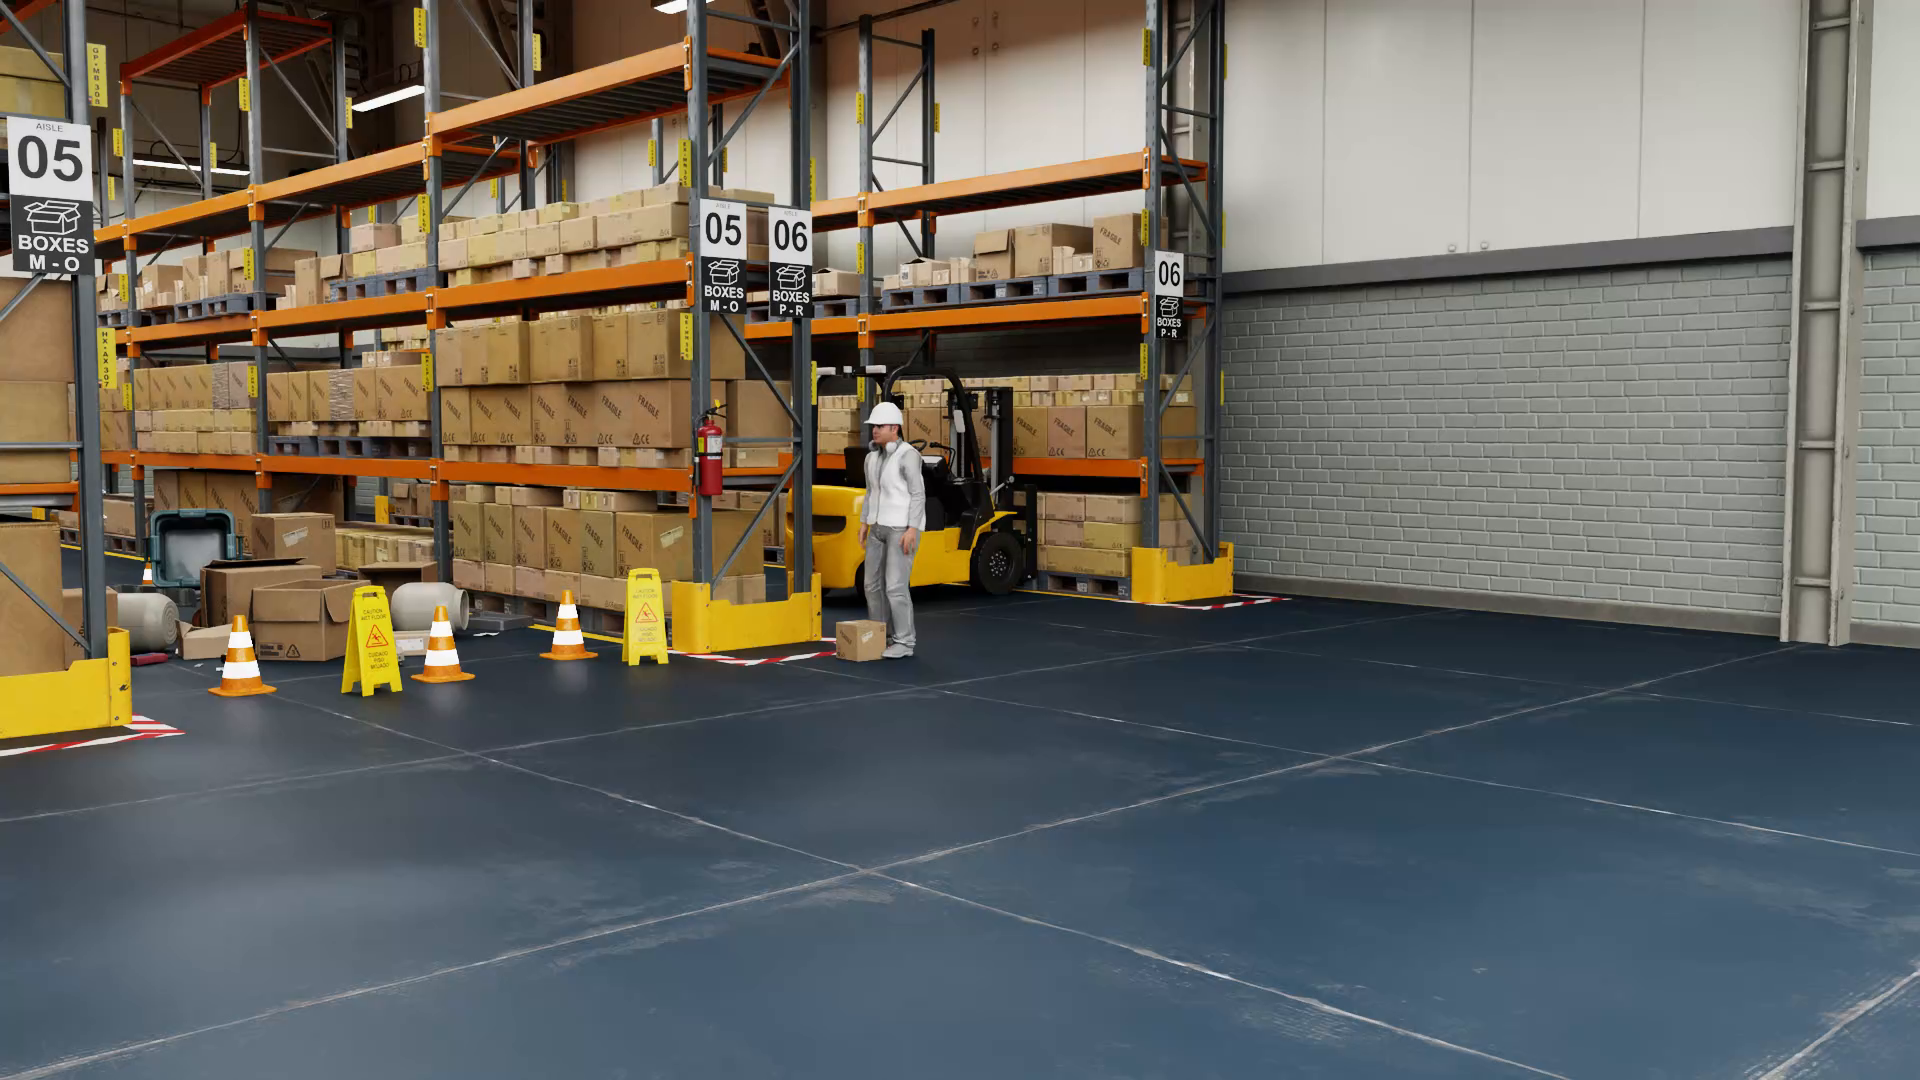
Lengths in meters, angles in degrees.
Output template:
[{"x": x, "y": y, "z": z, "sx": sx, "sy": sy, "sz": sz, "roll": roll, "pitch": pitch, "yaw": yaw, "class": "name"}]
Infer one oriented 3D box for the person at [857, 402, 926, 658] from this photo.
[{"x": -0.484, "y": -0.074, "z": 11.646, "sx": 0.457, "sy": 1.773, "sz": 0.593, "roll": -3, "pitch": 5, "yaw": -41, "class": "person"}]
